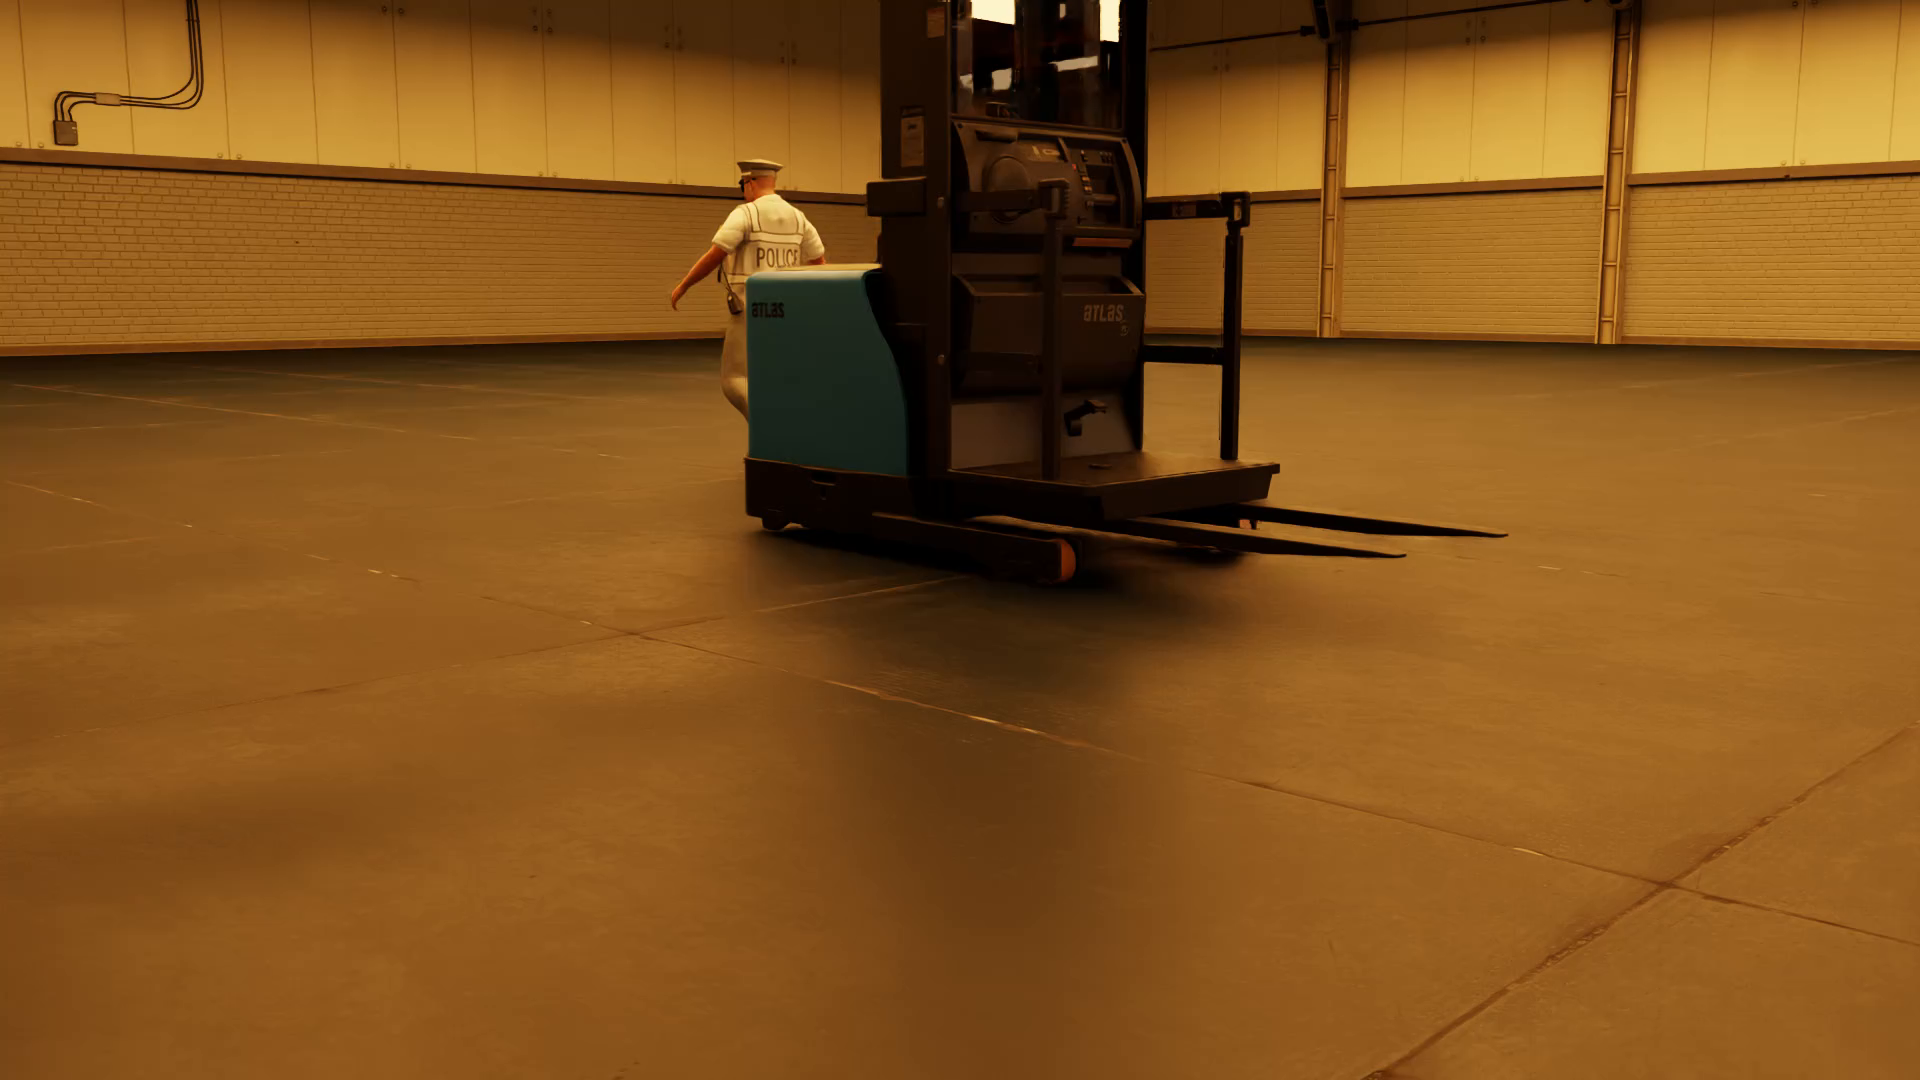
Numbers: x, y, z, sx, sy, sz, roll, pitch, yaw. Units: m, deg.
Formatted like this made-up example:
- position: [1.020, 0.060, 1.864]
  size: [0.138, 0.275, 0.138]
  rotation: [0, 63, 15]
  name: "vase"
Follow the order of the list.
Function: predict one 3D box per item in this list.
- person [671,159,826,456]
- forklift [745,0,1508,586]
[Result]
- position: [-1.110, -1.278, 9.433]
  size: [0.680, 1.730, 0.870]
  rotation: [8, 12, 43]
  name: "person"
- position: [0.484, -1.378, 6.028]
  size: [1.130, 2.935, 3.031]
  rotation: [-8, 12, -43]
  name: "forklift"
